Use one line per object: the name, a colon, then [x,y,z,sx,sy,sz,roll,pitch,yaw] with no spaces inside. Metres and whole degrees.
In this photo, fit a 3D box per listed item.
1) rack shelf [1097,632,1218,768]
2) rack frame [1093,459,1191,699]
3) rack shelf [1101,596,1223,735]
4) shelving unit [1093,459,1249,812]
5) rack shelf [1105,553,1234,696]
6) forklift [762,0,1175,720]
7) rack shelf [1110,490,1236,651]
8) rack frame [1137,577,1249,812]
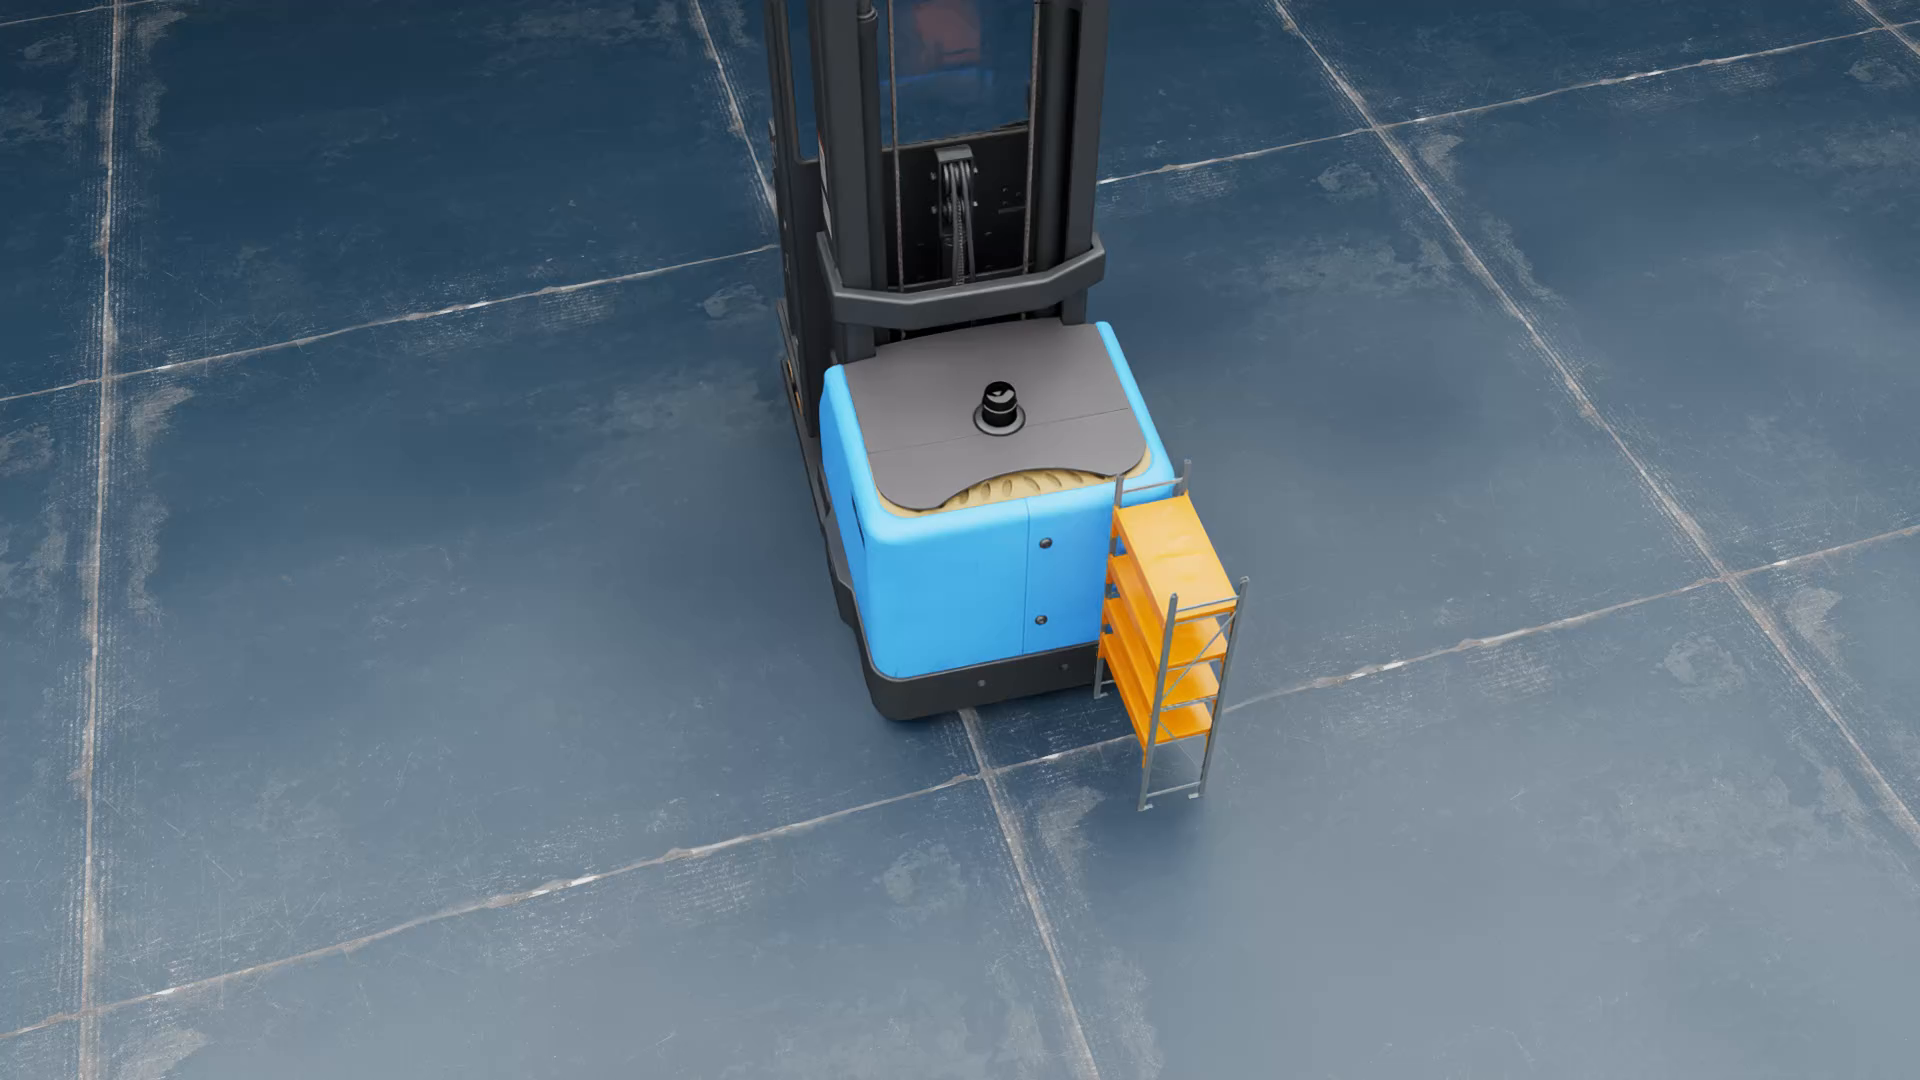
rack shelf: [0.666,0.515,5.668,0.258,0.148,0.480,-12,51,-10]
rack frame: [0.602,0.164,5.617,0.240,1.200,0.015,-12,51,-10]
rack shelf: [0.666,0.387,5.516,0.258,0.148,0.480,-12,51,-10]
shelving unit: [0.666,0.344,5.465,0.258,1.200,0.503,-12,51,-10]
rack shelf: [0.666,0.243,5.345,0.258,0.148,0.480,-12,51,-10]
forklift: [-0.131,-1.461,5.854,1.130,2.935,3.031,-10,51,-9]
rack shelf: [0.666,0.090,5.165,0.258,0.148,0.480,-12,51,-10]
rack frame: [0.730,0.523,5.313,0.240,1.200,0.015,-12,51,-10]
